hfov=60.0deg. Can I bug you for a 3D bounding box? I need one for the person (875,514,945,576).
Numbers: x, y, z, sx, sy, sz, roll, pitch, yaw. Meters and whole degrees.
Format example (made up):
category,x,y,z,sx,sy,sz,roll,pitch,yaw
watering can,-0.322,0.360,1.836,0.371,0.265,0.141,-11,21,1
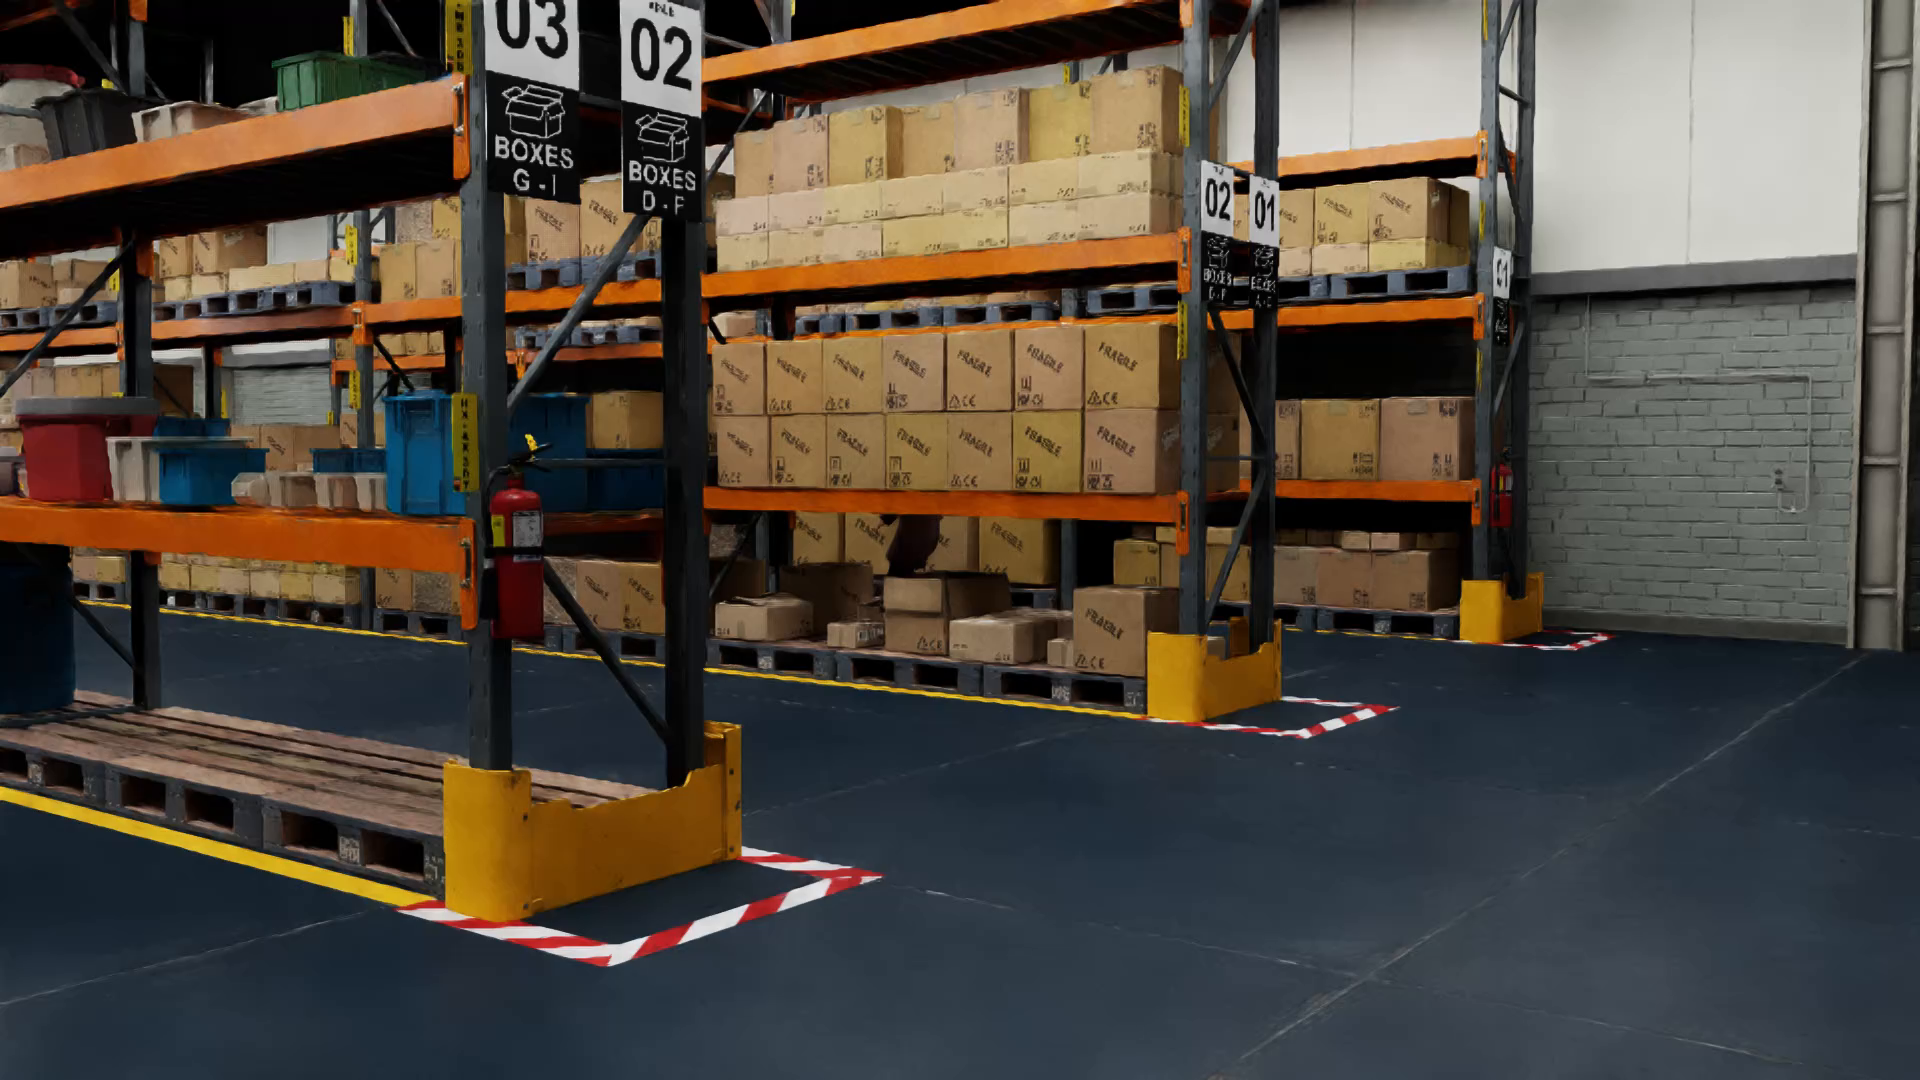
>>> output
category,x,y,z,sx,sy,sz,roll,pitch,yaw
person,-0.380,-0.034,13.321,0.517,1.747,0.785,1,3,21
